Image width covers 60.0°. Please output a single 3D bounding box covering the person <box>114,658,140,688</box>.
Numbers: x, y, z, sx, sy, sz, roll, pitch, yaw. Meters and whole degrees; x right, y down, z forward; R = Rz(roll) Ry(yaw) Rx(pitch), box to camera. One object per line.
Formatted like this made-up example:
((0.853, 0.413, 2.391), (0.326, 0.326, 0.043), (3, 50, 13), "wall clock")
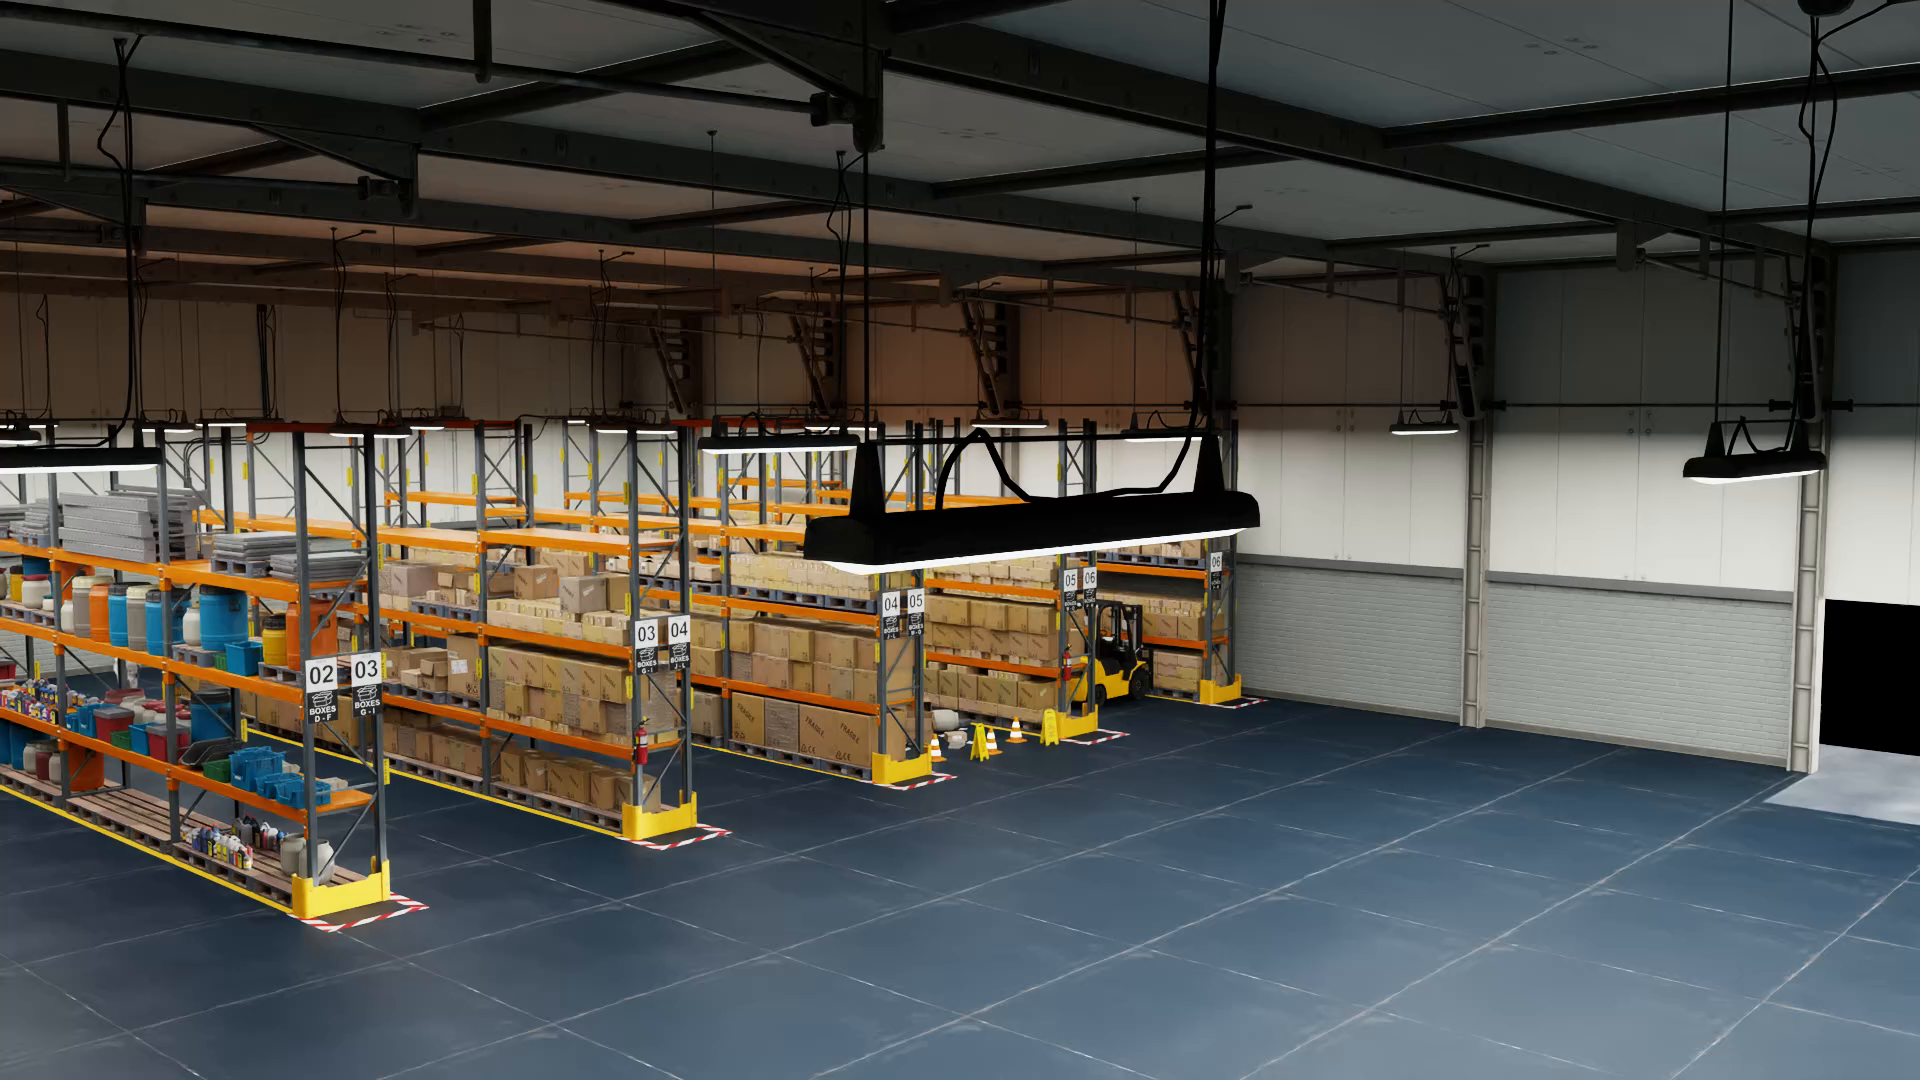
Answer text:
((-16.823, 2.793, 33.607), (0.552, 1.598, 0.698), (-3, 6, -35), "person")
